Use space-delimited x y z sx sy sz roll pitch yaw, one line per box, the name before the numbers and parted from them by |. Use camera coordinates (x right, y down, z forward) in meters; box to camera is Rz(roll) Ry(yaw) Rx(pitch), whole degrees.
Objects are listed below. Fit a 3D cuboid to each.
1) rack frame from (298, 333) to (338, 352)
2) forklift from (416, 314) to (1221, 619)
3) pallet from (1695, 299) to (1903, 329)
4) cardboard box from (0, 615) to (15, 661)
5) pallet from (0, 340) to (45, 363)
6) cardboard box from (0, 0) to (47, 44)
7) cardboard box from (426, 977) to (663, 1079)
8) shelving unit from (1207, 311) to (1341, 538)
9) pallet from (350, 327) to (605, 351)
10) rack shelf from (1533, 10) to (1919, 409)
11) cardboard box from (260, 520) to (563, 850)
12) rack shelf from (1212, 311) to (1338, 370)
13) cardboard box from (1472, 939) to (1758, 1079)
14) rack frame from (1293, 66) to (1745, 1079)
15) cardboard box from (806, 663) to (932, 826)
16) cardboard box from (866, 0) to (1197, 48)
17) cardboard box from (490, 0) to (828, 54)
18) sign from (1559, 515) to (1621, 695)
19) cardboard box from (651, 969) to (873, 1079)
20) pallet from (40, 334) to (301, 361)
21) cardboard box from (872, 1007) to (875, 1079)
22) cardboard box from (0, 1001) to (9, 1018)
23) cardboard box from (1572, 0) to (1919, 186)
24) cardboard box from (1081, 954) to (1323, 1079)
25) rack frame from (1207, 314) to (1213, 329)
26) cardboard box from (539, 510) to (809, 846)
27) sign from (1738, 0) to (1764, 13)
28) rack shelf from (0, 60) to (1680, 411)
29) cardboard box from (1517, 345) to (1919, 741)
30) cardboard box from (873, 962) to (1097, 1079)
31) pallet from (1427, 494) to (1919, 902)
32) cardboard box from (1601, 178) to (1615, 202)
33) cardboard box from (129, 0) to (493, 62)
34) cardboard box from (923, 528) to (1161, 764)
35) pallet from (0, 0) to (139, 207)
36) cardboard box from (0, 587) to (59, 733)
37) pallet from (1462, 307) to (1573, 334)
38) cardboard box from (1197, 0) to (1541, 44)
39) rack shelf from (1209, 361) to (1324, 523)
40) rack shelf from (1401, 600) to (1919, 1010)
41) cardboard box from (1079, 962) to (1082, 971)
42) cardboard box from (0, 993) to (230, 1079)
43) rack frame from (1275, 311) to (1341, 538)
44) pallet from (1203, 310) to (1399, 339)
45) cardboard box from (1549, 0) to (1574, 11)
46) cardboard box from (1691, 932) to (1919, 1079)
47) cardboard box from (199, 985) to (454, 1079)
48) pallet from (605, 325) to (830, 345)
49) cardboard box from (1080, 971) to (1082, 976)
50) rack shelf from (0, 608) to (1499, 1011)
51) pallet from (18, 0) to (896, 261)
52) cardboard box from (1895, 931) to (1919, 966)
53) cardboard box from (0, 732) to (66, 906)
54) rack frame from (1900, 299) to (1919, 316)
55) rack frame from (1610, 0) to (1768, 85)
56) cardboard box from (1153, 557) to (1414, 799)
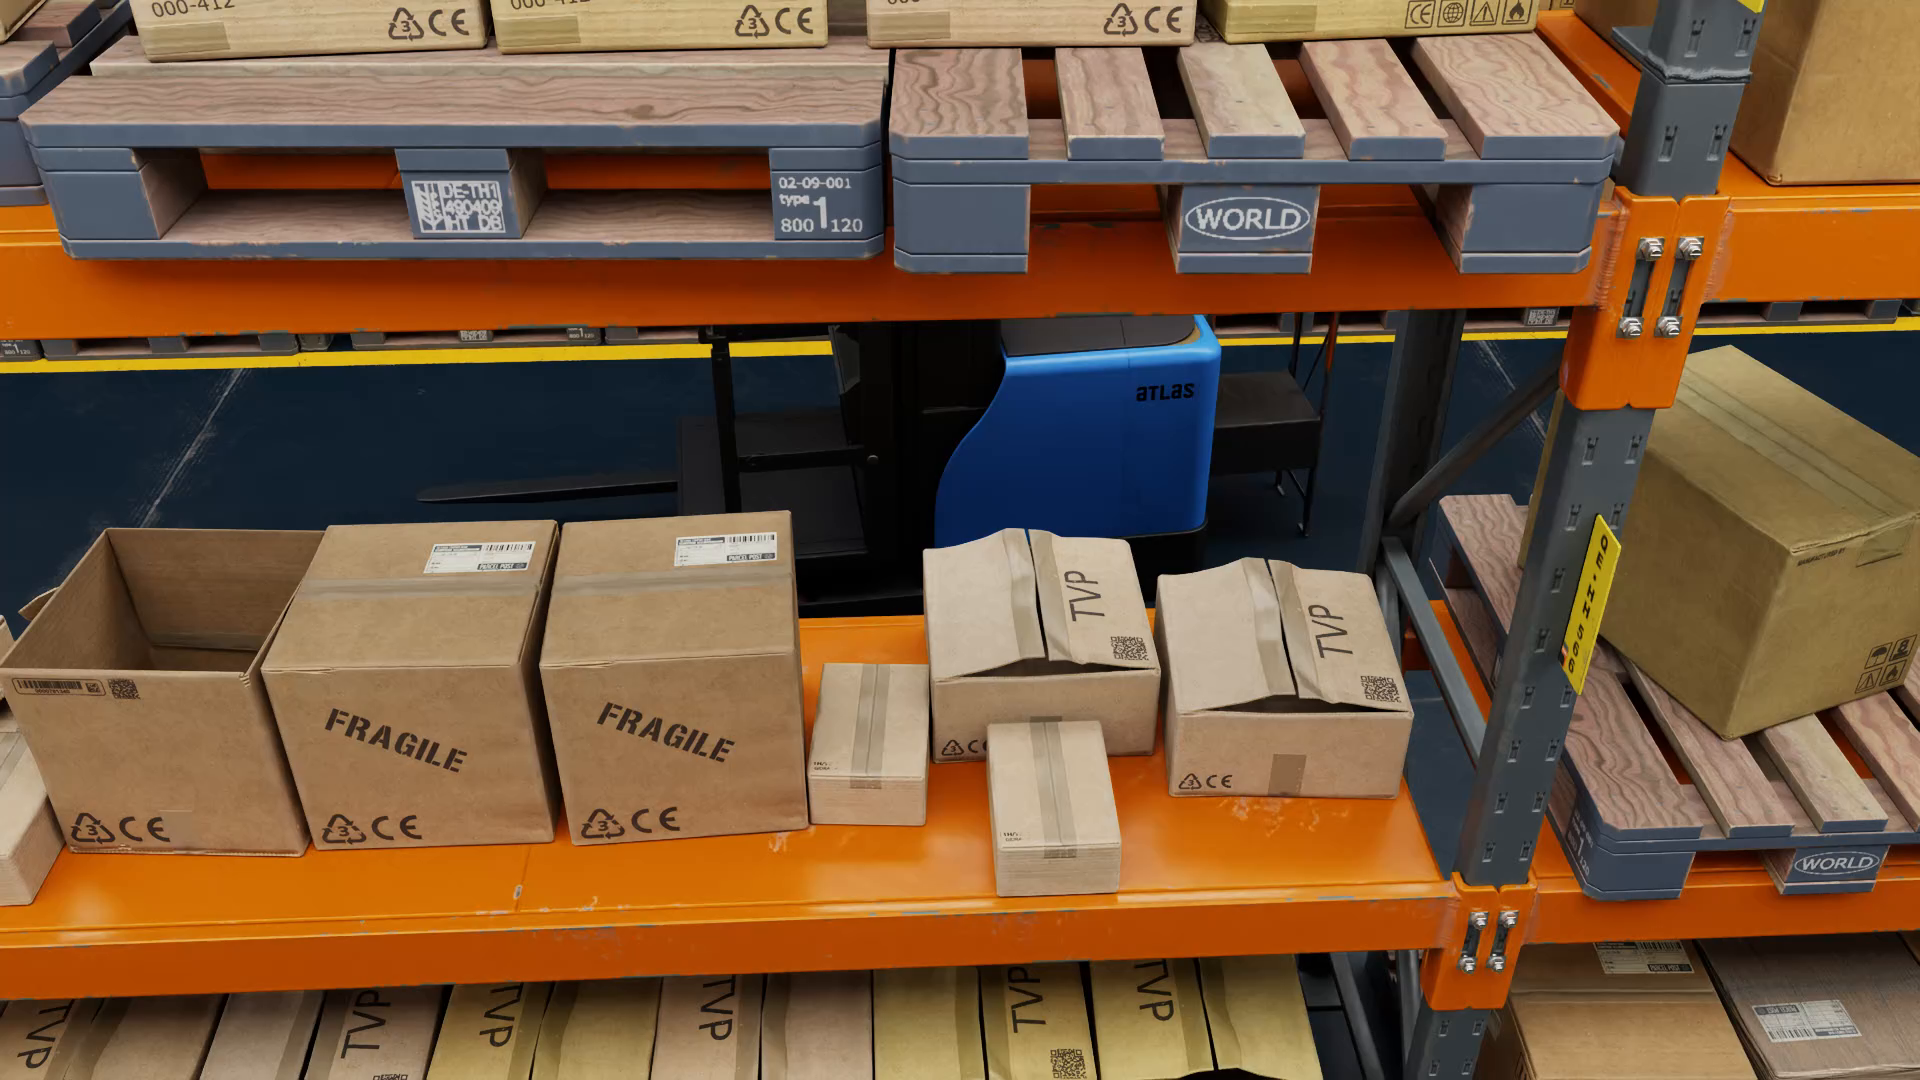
rack frame | -3.157 -2.430 7.625 0.127 3.000 1.000 -2 35 -2
forklift | -0.617 -1.153 5.840 3.031 2.935 1.130 -5 35 -7
pallet | 4.067 -1.435 8.638 1.213 0.211 1.003 -2 35 -2
cardboard box | -2.429 0.409 3.654 0.500 0.250 0.500 1 35 1
pallet | -5.047 -1.211 8.314 1.213 0.211 1.003 -2 35 -2
cardboard box | -1.754 -0.986 2.666 0.500 0.250 0.500 -5 35 -7
cardboard box | -0.958 1.201 3.932 0.500 0.311 0.500 -1 35 -1
shelving unit | 1.138 -0.965 6.299 0.503 2.100 0.431 -5 35 -7
pallet | -2.379 -1.305 8.450 1.213 0.211 1.003 -2 35 -2
rack shelf | 3.075 -0.713 3.141 4.000 0.370 1.077 -2 35 -2
cardboard box | -1.124 0.306 3.585 0.500 0.500 0.500 -1 35 -2
rack shelf | 1.138 -0.954 6.307 0.480 0.518 0.431 -5 35 -7
cardboard box | 1.545 1.275 4.082 0.500 0.500 0.500 0 35 0
rack frame | 1.077 0.278 3.712 0.127 3.000 1.000 -2 35 -2
cardboard box | -0.194 0.448 3.688 0.250 0.149 0.380 1 35 1
cardboard box | 0.104 -0.998 2.683 0.500 0.250 0.500 -1 35 -1
cardboard box | -0.468 -0.989 2.670 0.500 0.250 0.500 -2 35 -3
sign | 1.107 0.117 2.927 0.005 0.325 0.100 -2 35 -2
cardboard box | -0.458 1.189 3.950 0.500 0.311 0.500 -2 35 -3
pallet | -3.826 -1.245 8.364 1.213 0.211 1.003 -2 35 -2
cardboard box | -0.454 1.417 4.114 0.500 0.250 0.500 -1 35 -1
cardboard box | -2.494 1.244 3.872 0.500 0.311 0.500 -1 35 -2
cardboard box | 1.511 -1.027 2.875 0.500 0.500 0.910 -2 35 -2
cardboard box | 0.566 1.159 3.993 0.500 0.311 0.500 -1 35 -1
rack frame | 0.897 -0.944 6.269 0.015 2.100 0.400 -5 35 -7
cardboard box | -0.598 0.291 3.605 0.500 0.500 0.500 -3 35 -5
sign | 1.095 -0.885 2.233 0.005 0.325 0.100 -2 35 -2
rack shelf | -0.921 -0.606 2.986 4.000 0.370 1.077 -2 35 -2
cardboard box | 1.701 -0.017 3.682 0.500 0.500 0.700 -13 37 -18
cardboard box | 0.047 1.177 3.968 0.500 0.311 0.500 -2 35 -3
pallet | 1.751 0.299 3.851 1.003 0.211 1.213 -2 35 -2
cardboard box | 3.304 -1.817 8.260 0.750 0.750 0.750 -1 35 -1
cardboard box | -1.006 -0.975 2.650 0.500 0.250 0.500 -4 35 -6
cardboard box | 0.175 0.229 3.862 0.500 0.311 0.500 -2 35 -3
pallet | -2.038 -0.800 2.802 1.217 0.209 0.805 -3 35 -4
cardboard box | -2.049 0.313 3.780 0.258 0.266 0.396 -2 35 -3
pallet | 2.846 -1.401 8.588 1.213 0.211 1.003 -2 35 -2
cardboard box | 0.627 -1.022 2.718 0.500 0.250 0.500 -4 35 -6
rack shelf | 1.138 -0.378 6.705 0.480 0.518 0.431 -5 35 -7
rack shelf | 3.075 0.520 3.995 4.000 0.370 1.077 -2 35 -2
cardboard box | 0.540 0.853 4.437 0.500 0.311 0.500 0 35 -1
cardboard box | -1.993 1.233 3.887 0.500 0.311 0.500 -2 35 -3
rack frame | 1.379 -0.985 6.329 0.015 2.100 0.400 -5 35 -7
pallet | 1.630 -1.369 8.543 1.213 0.211 1.003 -2 35 -2
cardboard box | 2.875 -2.617 7.529 0.500 0.500 0.500 -1 35 -1
cardboard box | 2.068 1.258 4.107 0.500 0.500 0.500 -3 35 -4
cardboard box | -1.477 1.218 3.908 0.500 0.311 0.500 -3 35 -4
pallet | -1.157 -1.340 8.500 1.213 0.211 1.003 -2 35 -2
cardboard box | 0.540 1.083 4.596 0.500 0.250 0.500 -2 35 -2
rack shelf | -0.921 0.628 3.839 4.000 0.370 1.077 -2 35 -2
pallet | -0.713 -0.777 2.767 1.213 0.211 1.003 0 35 0
cardboard box | 2.569 1.247 4.122 0.500 0.500 0.500 -2 35 -3
cardboard box | -2.024 0.581 3.495 0.250 0.149 0.380 -2 35 -2
rack frame | 4.834 -2.645 7.937 0.127 3.000 1.000 -2 35 -2
rack frame | 1.077 -2.189 2.005 0.127 3.000 1.000 -2 35 -2
cardboard box | 0.712 0.300 3.759 0.500 0.311 0.500 1 35 1
